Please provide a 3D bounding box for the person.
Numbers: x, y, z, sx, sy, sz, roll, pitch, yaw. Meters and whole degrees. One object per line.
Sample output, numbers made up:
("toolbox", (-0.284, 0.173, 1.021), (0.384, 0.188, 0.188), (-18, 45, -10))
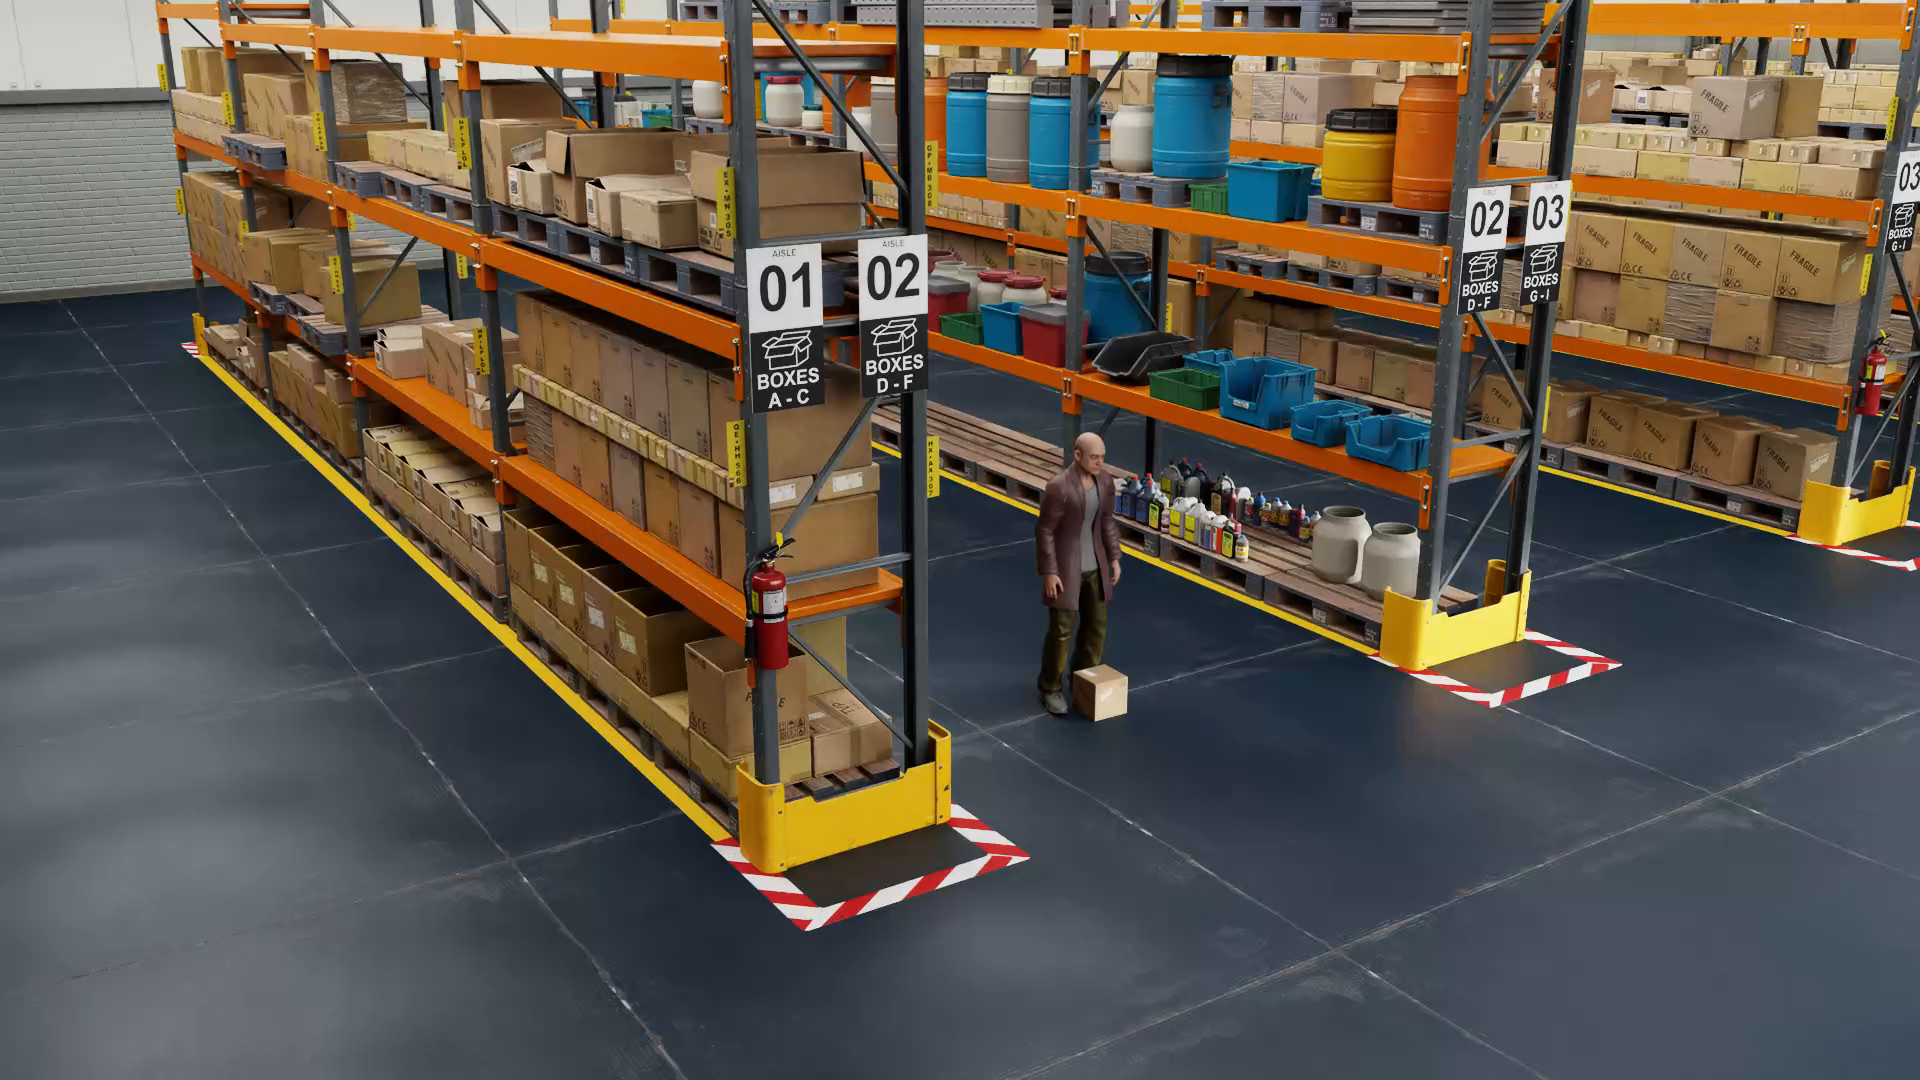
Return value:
("person", (0.755, 0.178, 10.522), (0.656, 1.774, 0.418), (-12, 22, -34))
